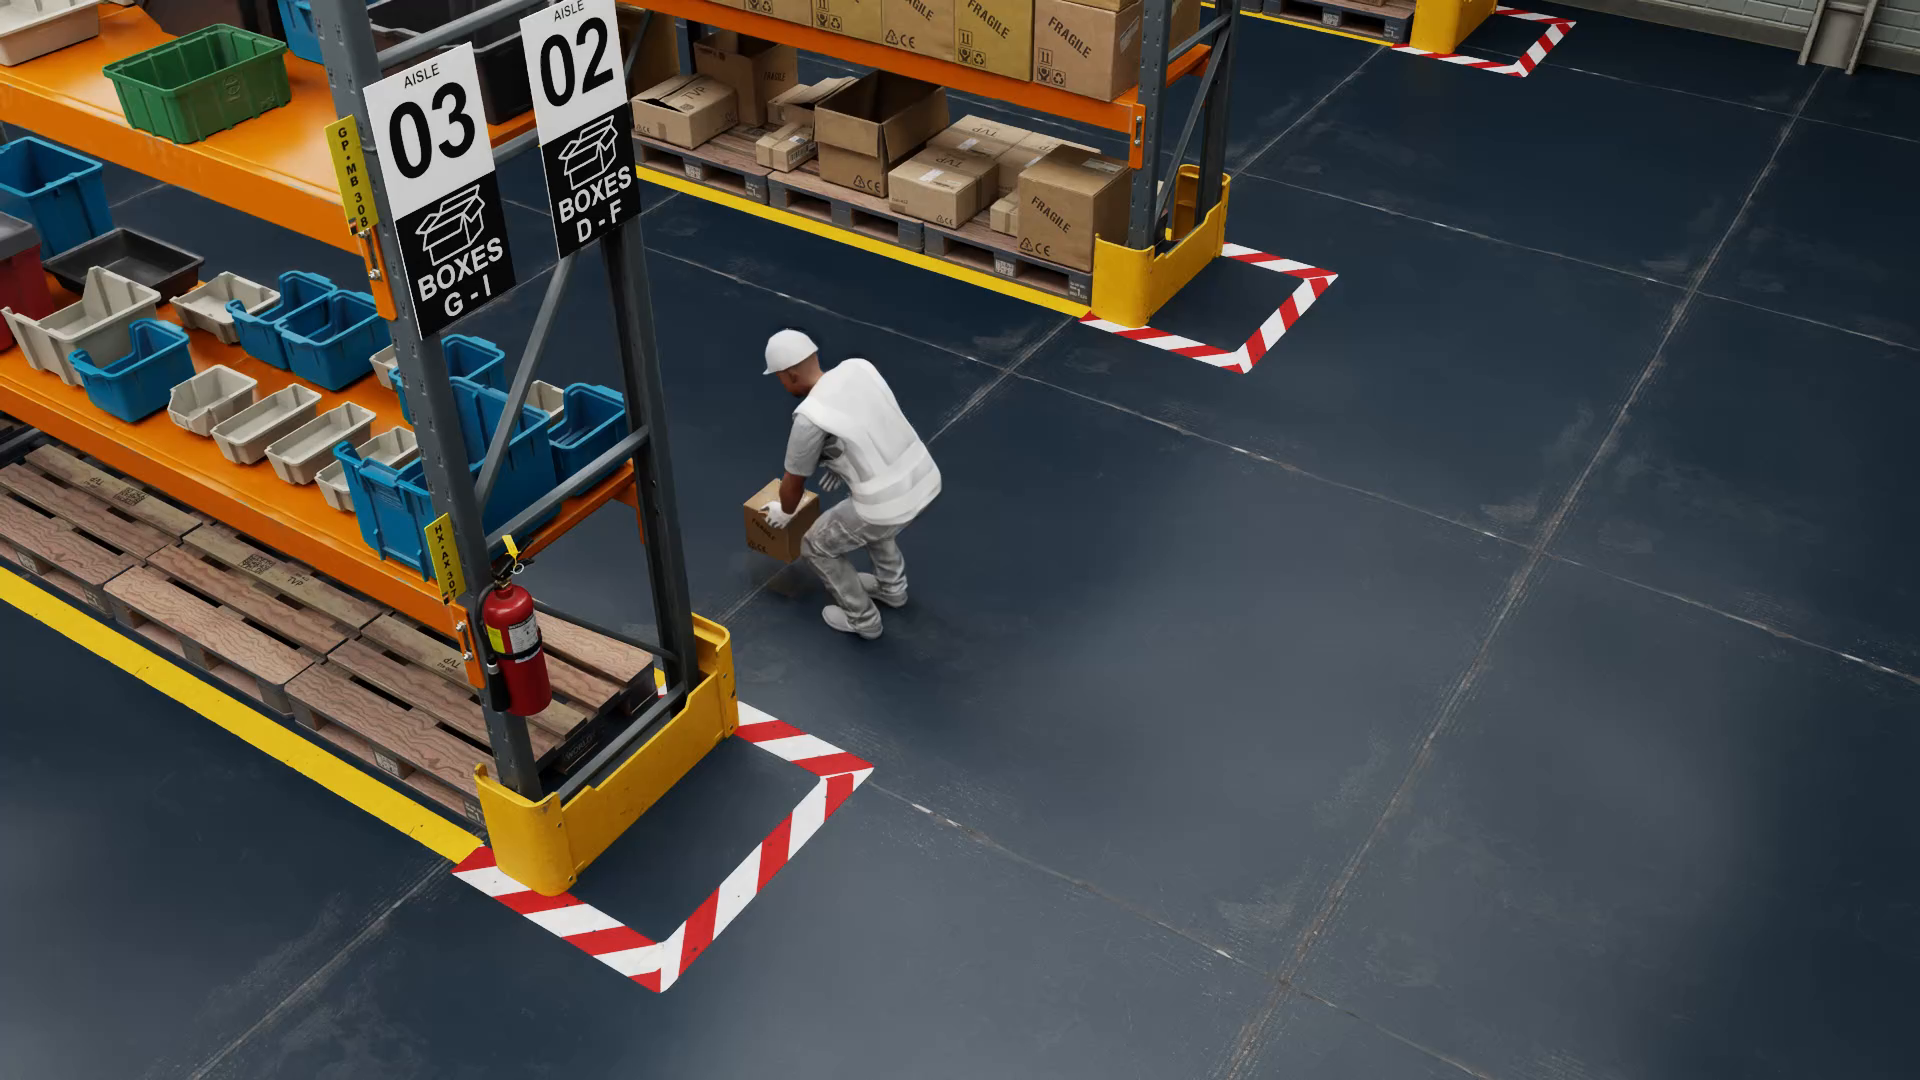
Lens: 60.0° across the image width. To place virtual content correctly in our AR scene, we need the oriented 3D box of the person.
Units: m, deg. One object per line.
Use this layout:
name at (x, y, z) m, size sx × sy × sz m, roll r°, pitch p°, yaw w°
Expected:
person at (-0.485, -0.222, 7.250) m, size 0.770 × 1.412 × 0.613 m, roll 21°, pitch 43°, yaw 25°
